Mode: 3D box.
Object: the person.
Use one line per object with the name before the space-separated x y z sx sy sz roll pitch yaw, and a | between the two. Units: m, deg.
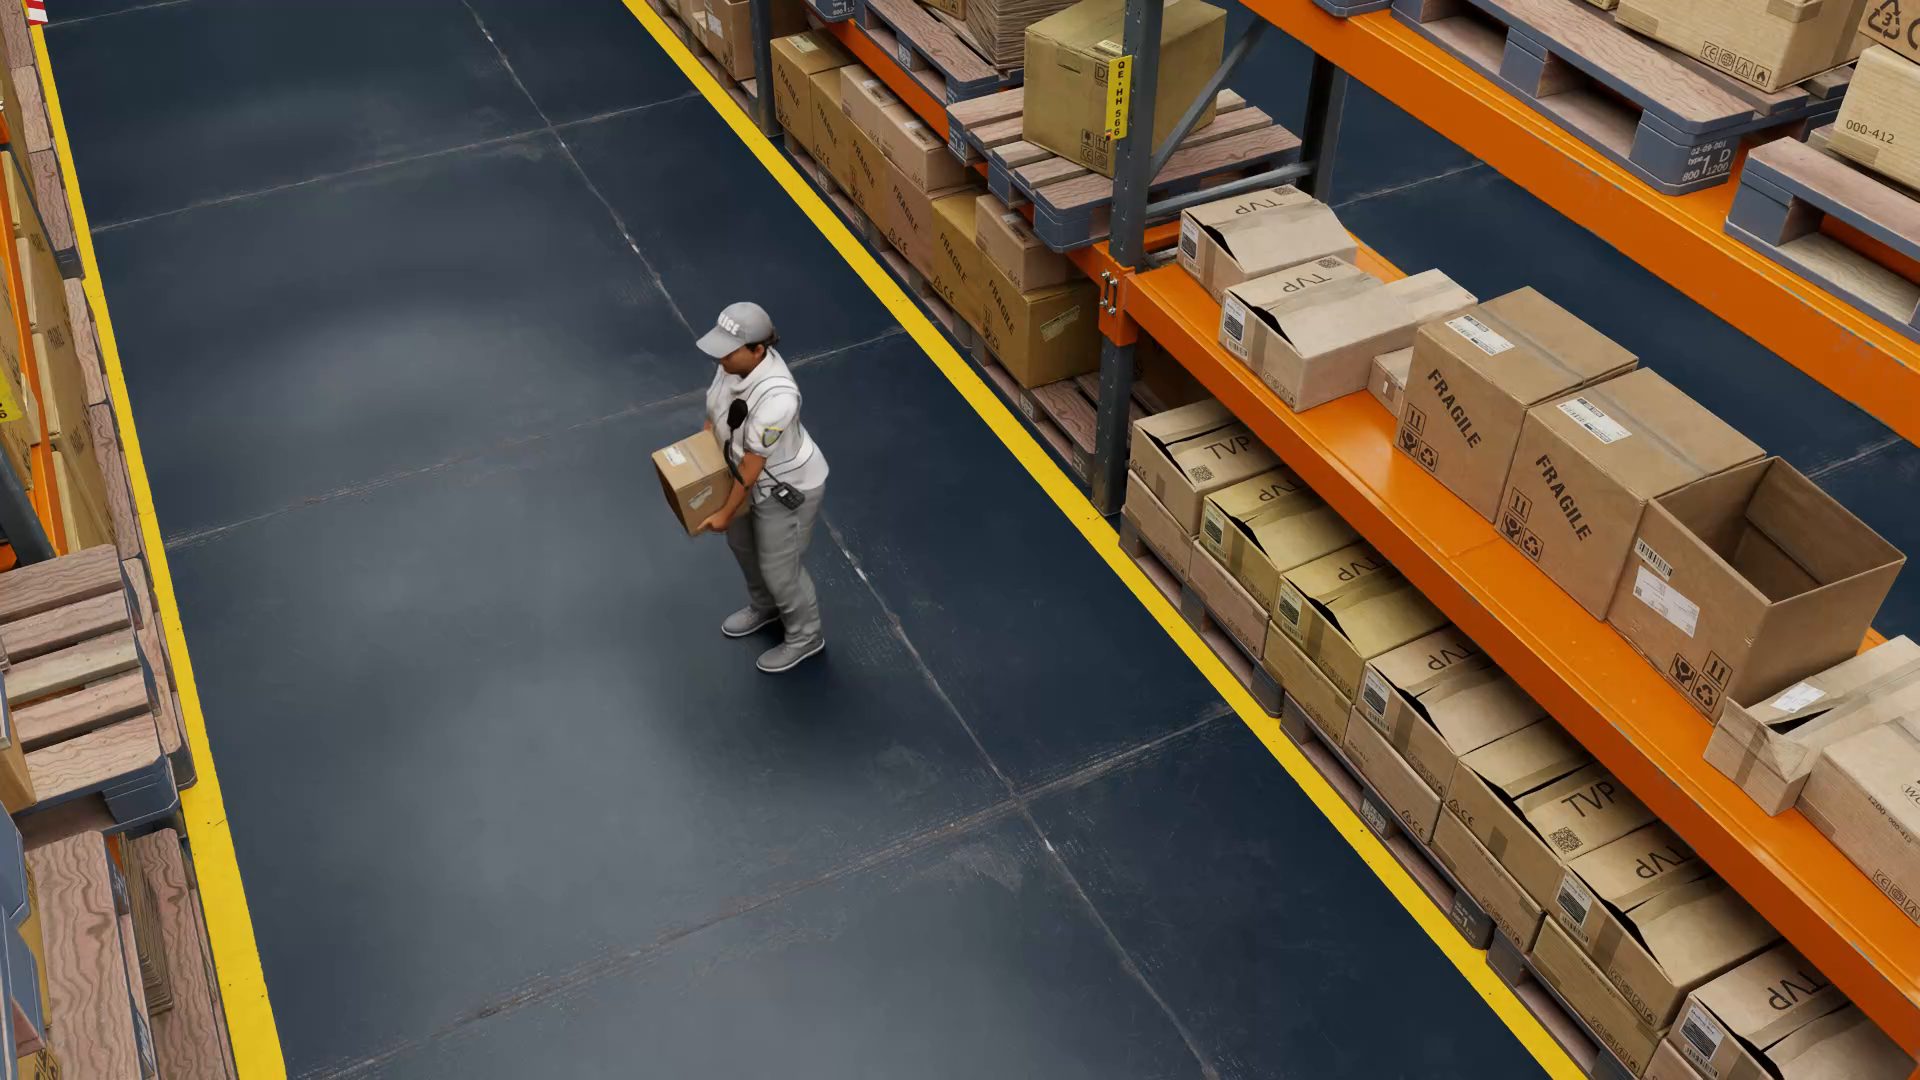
person | -0.793 -0.197 6.391 0.560 1.660 0.452 -20 45 -21
